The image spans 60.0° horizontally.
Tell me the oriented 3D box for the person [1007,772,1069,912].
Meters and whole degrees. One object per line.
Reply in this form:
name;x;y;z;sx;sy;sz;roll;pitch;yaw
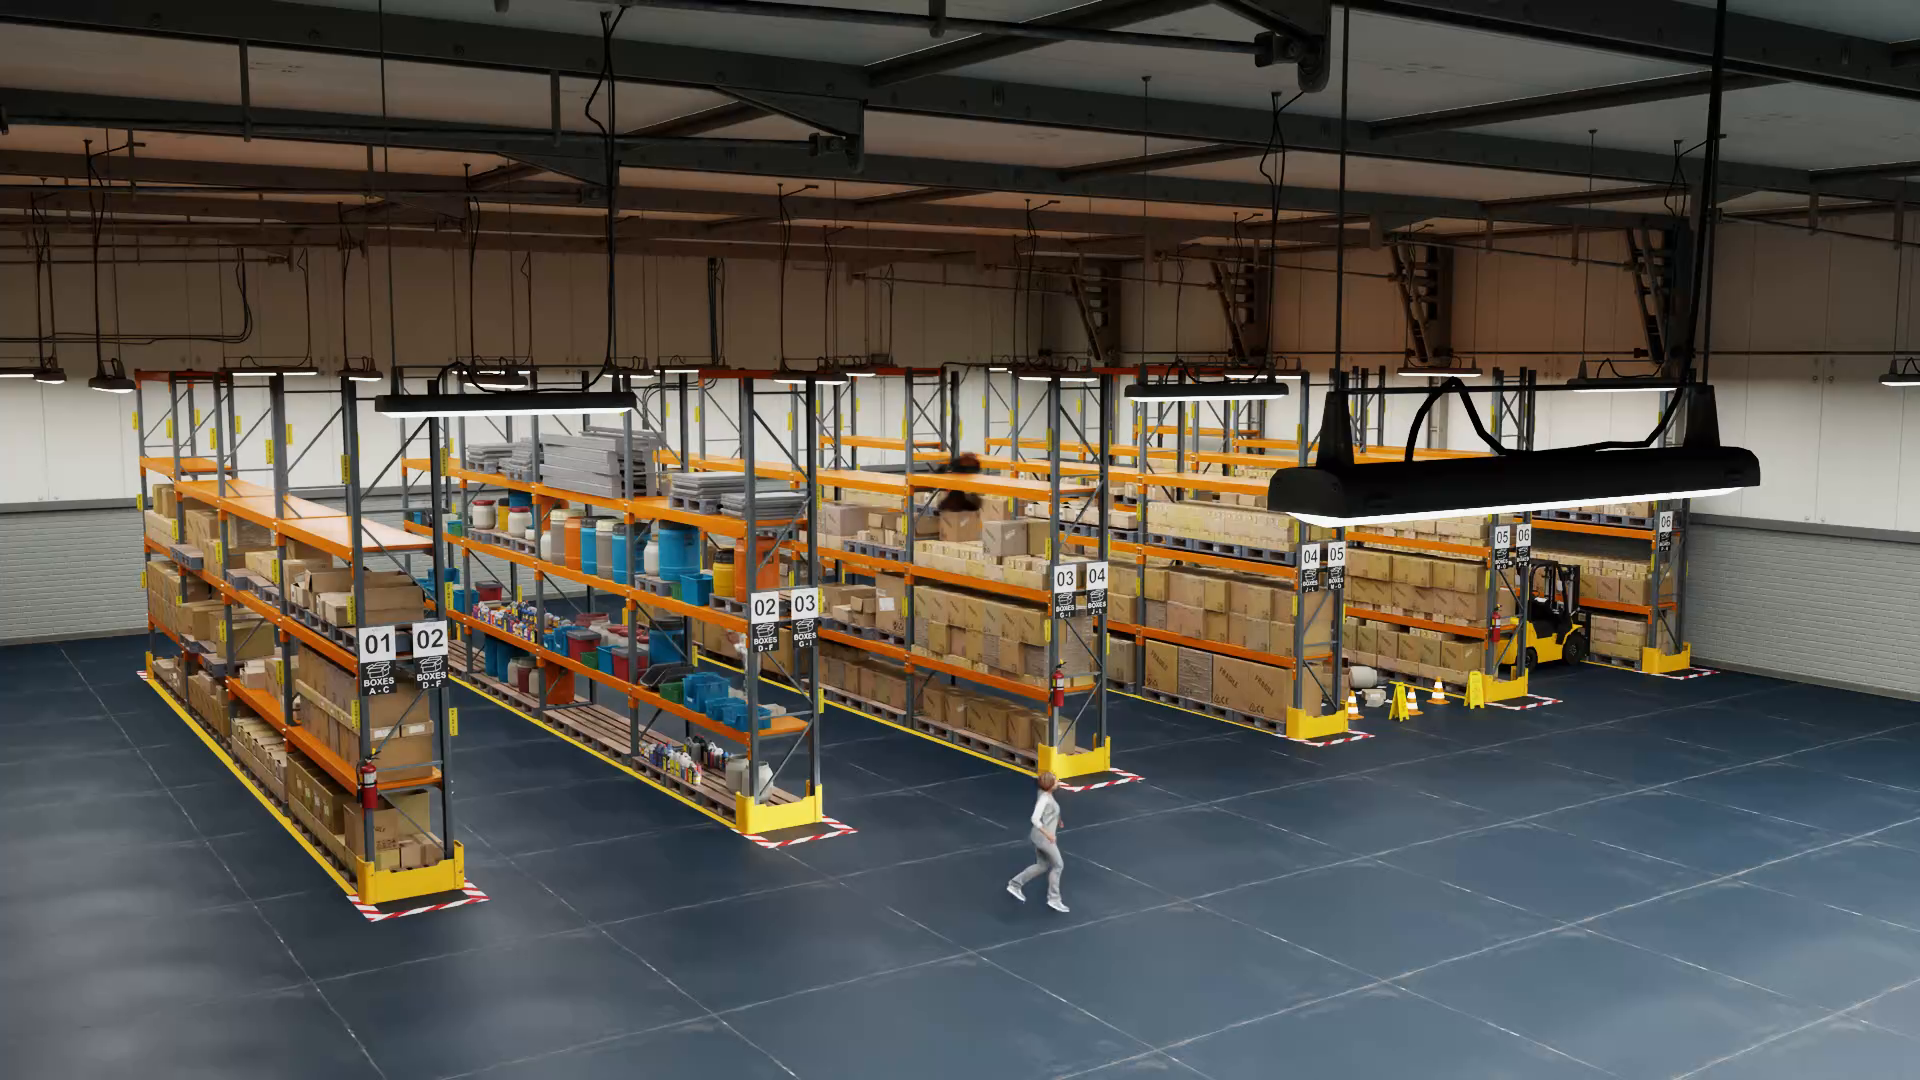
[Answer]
person;0.886;3.467;18.878;0.717;1.538;0.564;0;6;-3

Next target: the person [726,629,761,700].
person;-3.608;2.004;28.824;0.651;1.842;0.664;6;9;44
